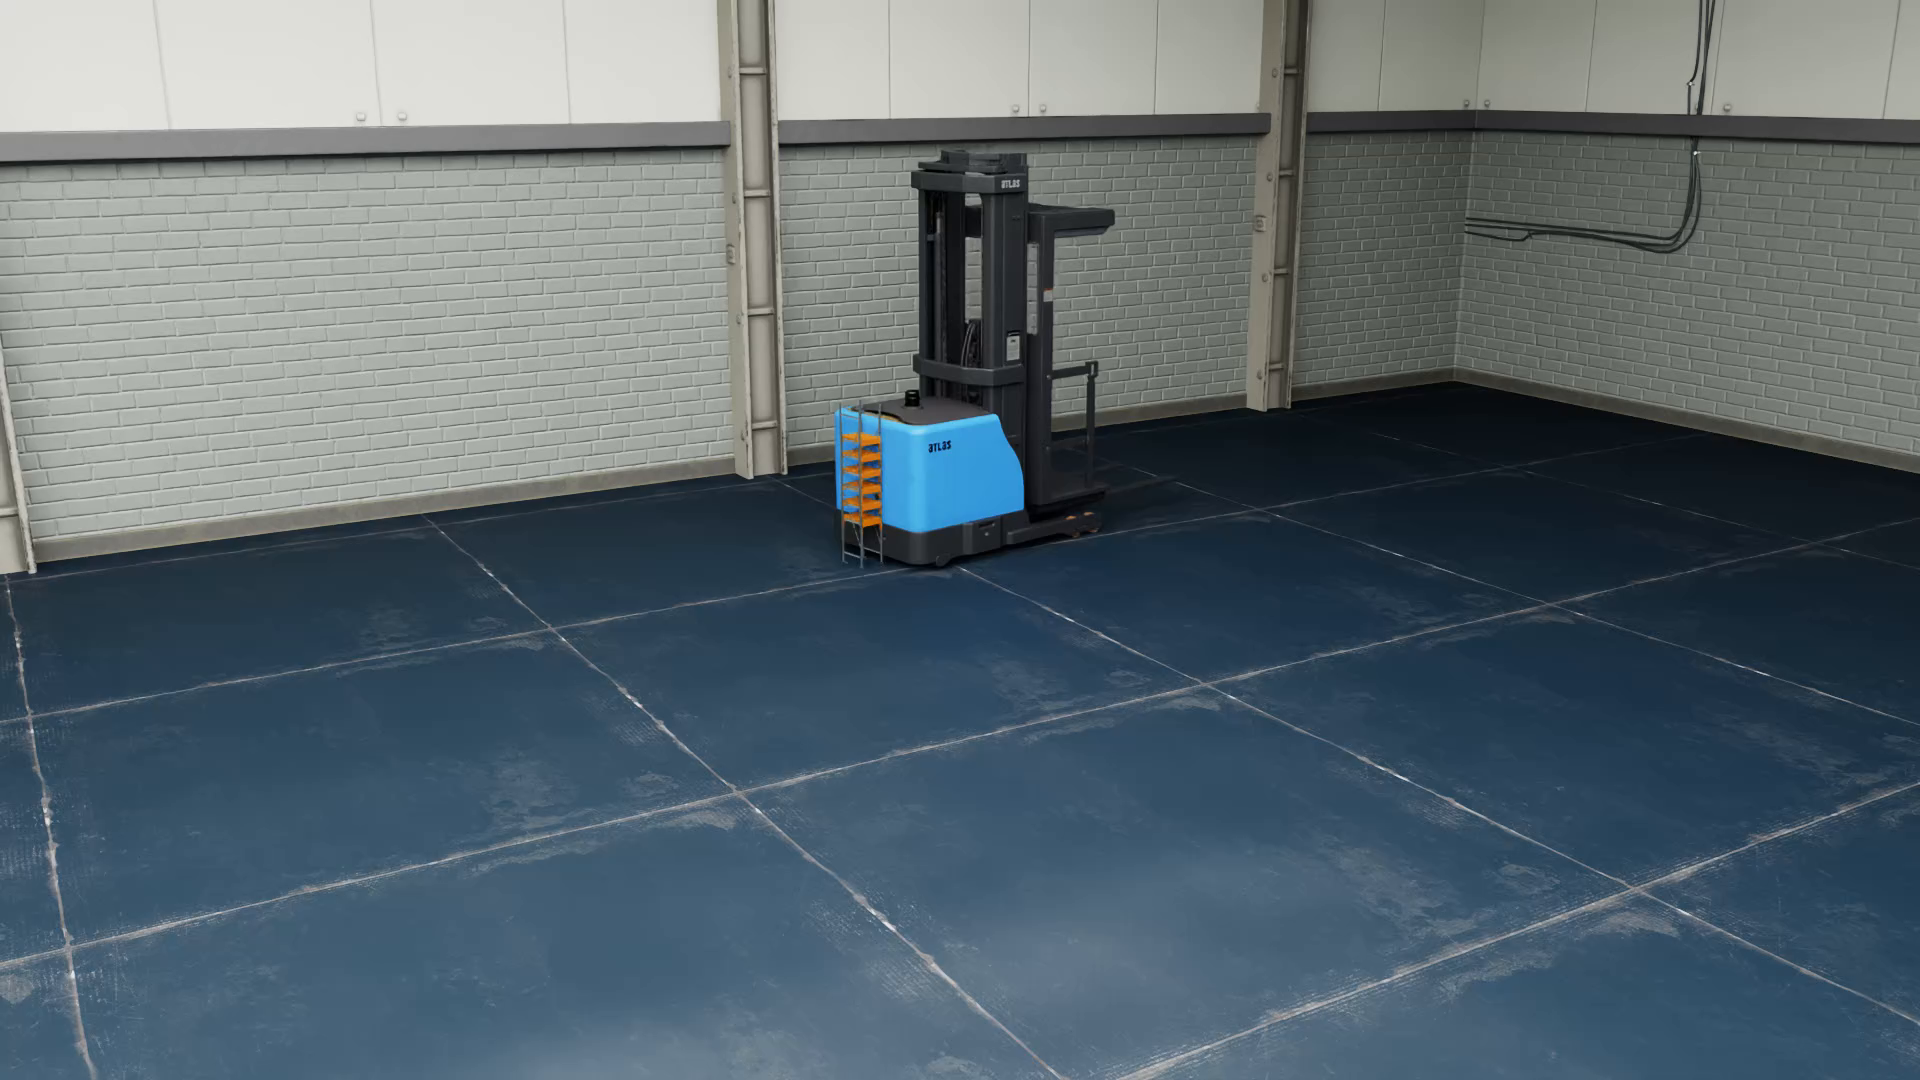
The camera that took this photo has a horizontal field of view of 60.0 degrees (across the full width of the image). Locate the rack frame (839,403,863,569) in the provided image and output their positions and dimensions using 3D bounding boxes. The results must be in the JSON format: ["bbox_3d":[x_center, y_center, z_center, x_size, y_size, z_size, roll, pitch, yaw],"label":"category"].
[{"bbox_3d":[-0.790,-0.388,12.072,0.006,1.200,0.240,-13,20,-39],"label":"rack frame"}]

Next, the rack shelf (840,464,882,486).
[{"bbox_3d":[-0.721,-0.477,12.110,0.180,0.103,0.258,-13,20,-39],"label":"rack shelf"}]

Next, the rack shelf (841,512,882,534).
[{"bbox_3d":[-0.721,-0.131,12.207,0.180,0.103,0.258,-13,20,-39],"label":"rack shelf"}]

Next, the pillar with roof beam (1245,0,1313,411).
[{"bbox_3d":[5.558,-4.777,13.281,0.400,9.000,9.100,-9,18,-30],"label":"pillar with roof beam"}]

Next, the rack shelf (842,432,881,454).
[{"bbox_3d":[-0.721,-0.708,12.045,0.180,0.103,0.258,-13,20,-39],"label":"rack shelf"}]

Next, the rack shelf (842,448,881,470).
[{"bbox_3d":[-0.721,-0.593,12.077,0.180,0.103,0.258,-13,20,-39],"label":"rack shelf"}]

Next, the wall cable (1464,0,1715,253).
[{"bbox_3d":[6.547,-4.382,17.623,0.112,2.526,3.097,-9,18,-30],"label":"wall cable"}]

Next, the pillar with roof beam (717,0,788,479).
[{"bbox_3d":[0.414,-3.943,10.305,0.400,9.000,9.100,-9,18,-30],"label":"pillar with roof beam"}]

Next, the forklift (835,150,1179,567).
[{"bbox_3d":[0.487,-1.526,12.925,3.031,2.935,1.130,-13,20,-39],"label":"forklift"}]

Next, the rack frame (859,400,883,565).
[{"bbox_3d":[-0.653,-0.421,12.188,0.006,1.200,0.240,-13,20,-39],"label":"rack frame"}]

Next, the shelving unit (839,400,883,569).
[{"bbox_3d":[-0.721,-0.405,12.130,0.189,1.200,0.258,-13,20,-39],"label":"shelving unit"}]

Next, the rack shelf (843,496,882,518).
[{"bbox_3d":[-0.721,-0.246,12.175,0.180,0.103,0.258,-13,20,-39],"label":"rack shelf"}]

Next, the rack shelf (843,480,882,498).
[{"bbox_3d":[-0.721,-0.362,12.142,0.180,0.103,0.258,-13,20,-39],"label":"rack shelf"}]

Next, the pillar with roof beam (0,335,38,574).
[{"bbox_3d":[-4.729,-3.109,7.330,0.400,9.000,9.100,-9,18,-30],"label":"pillar with roof beam"}]
